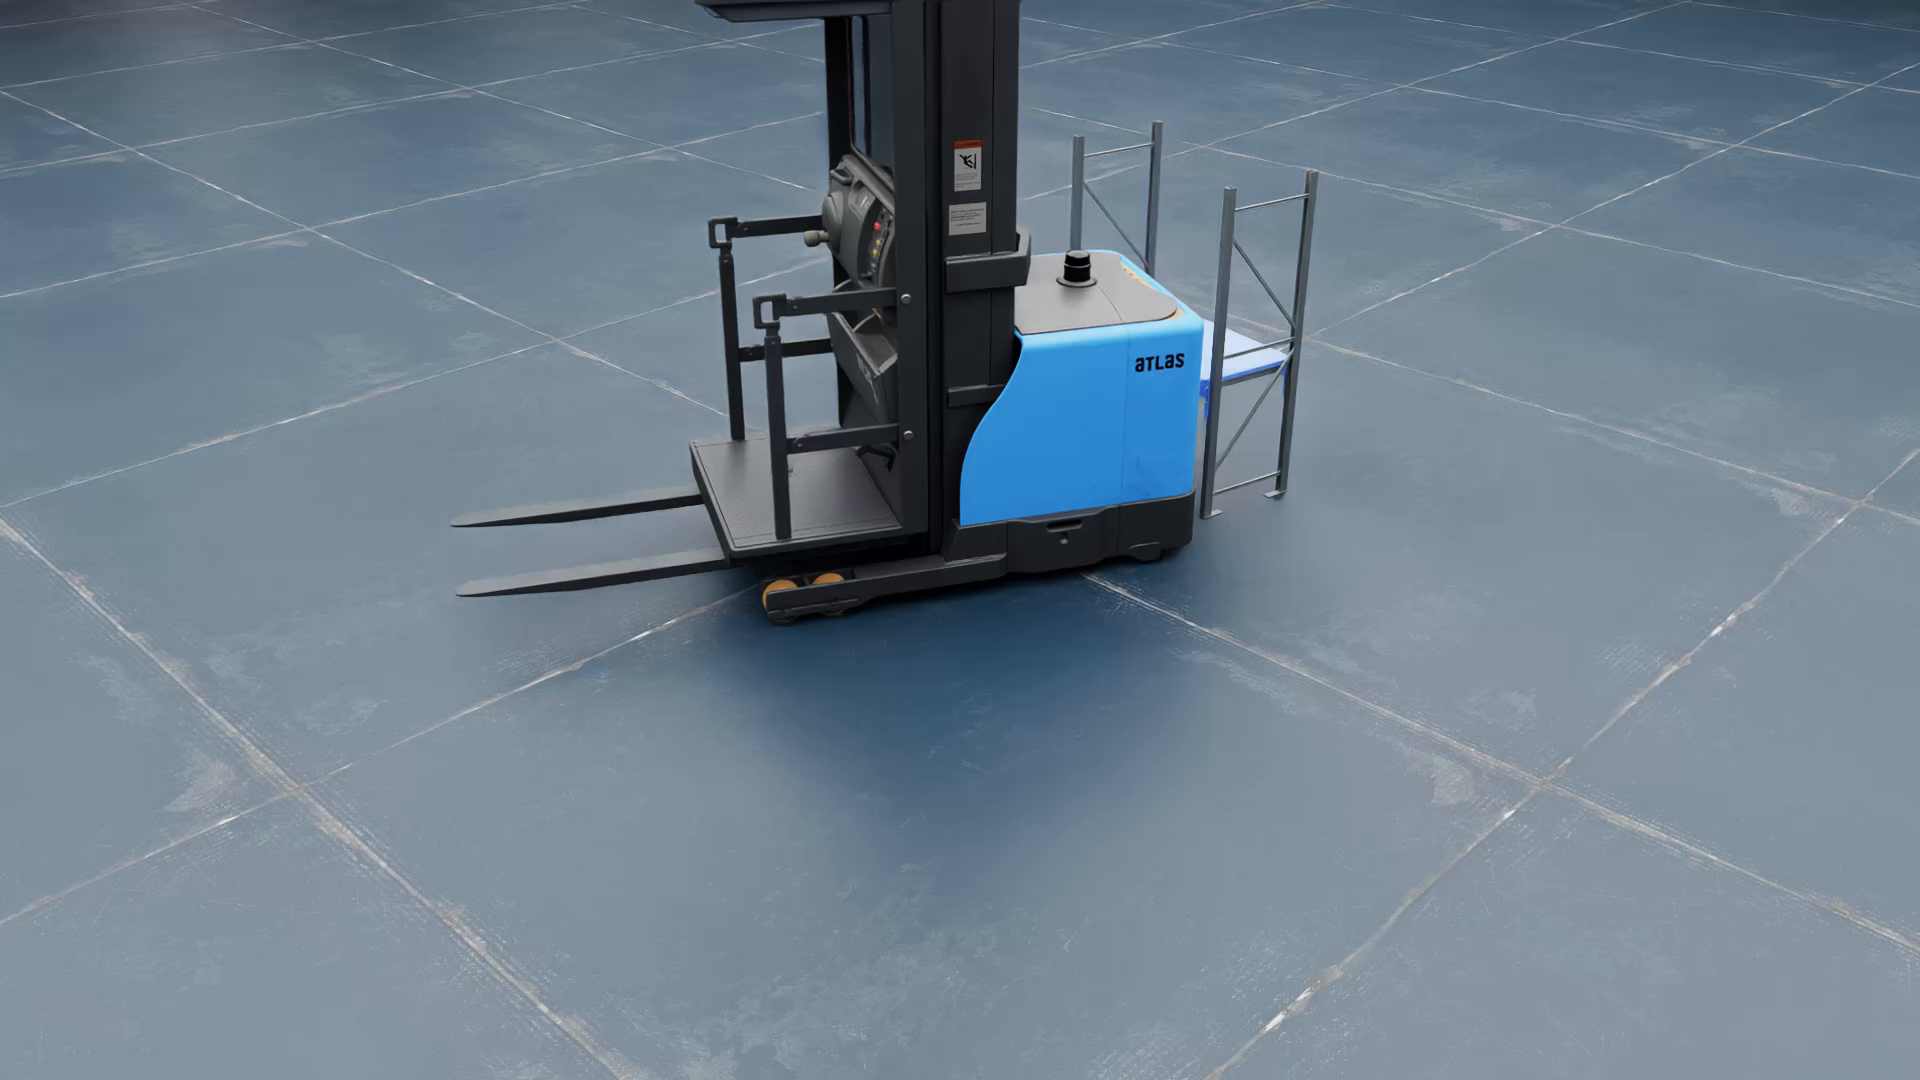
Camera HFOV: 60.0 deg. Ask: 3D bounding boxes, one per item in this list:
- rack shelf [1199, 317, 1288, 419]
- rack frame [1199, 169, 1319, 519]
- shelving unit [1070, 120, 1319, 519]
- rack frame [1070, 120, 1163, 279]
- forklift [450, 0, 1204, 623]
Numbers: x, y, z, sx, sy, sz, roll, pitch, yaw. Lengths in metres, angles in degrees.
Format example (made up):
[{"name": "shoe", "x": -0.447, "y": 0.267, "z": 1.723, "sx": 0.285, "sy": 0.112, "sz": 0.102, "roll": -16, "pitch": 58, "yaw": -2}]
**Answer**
[{"name": "rack shelf", "x": 1.008, "y": -0.864, "z": 7.667, "sx": 0.538, "sy": 0.185, "sz": 1.000, "roll": -17, "pitch": 32, "yaw": -29}, {"name": "rack frame", "x": 1.289, "y": -0.826, "z": 7.208, "sx": 0.500, "sy": 1.500, "sz": 0.032, "roll": -17, "pitch": 32, "yaw": -29}, {"name": "shelving unit", "x": 1.008, "y": -1.023, "z": 7.584, "sx": 0.538, "sy": 1.500, "sz": 1.048, "roll": -17, "pitch": 32, "yaw": -29}, {"name": "rack frame", "x": 0.728, "y": -1.220, "z": 7.959, "sx": 0.500, "sy": 1.500, "sz": 0.032, "roll": -17, "pitch": 32, "yaw": -29}, {"name": "forklift", "x": -0.581, "y": -1.243, "z": 6.464, "sx": 3.031, "sy": 2.935, "sz": 1.130, "roll": -8, "pitch": 29, "yaw": -15}]
